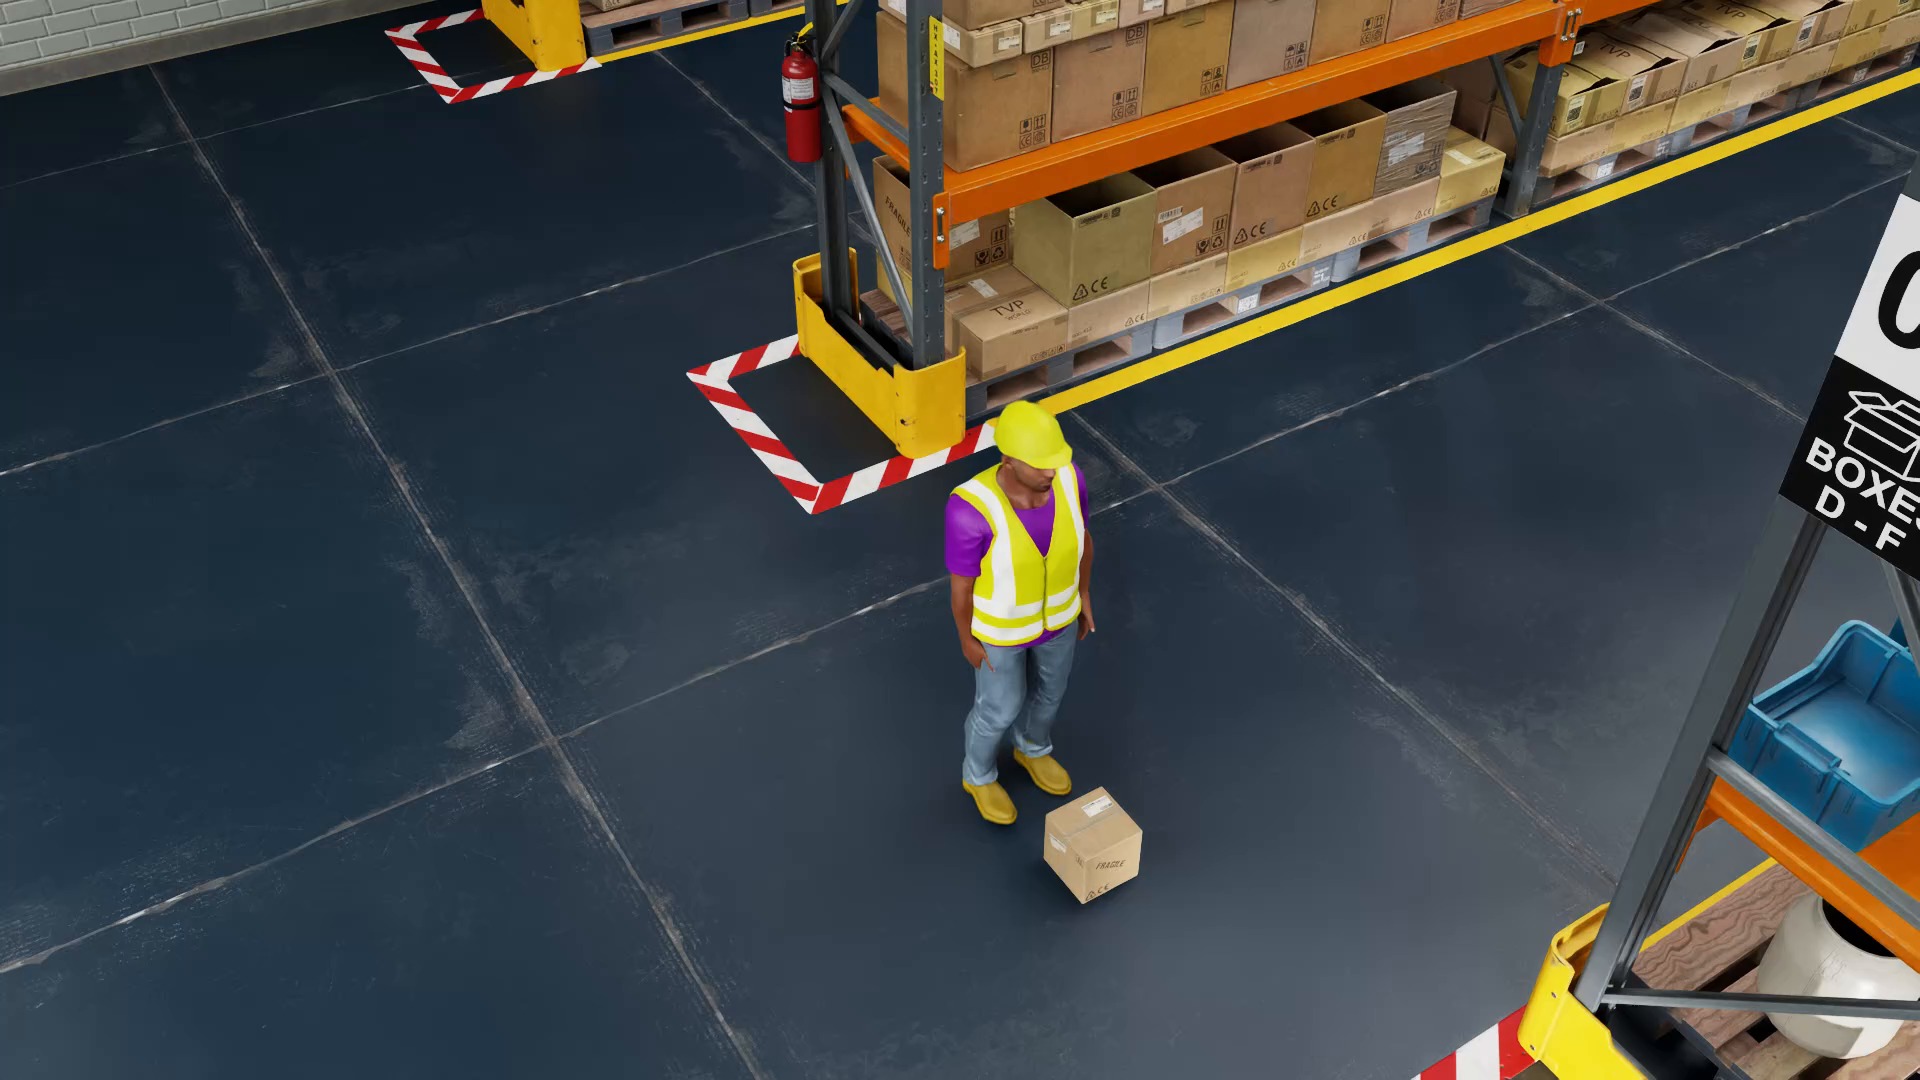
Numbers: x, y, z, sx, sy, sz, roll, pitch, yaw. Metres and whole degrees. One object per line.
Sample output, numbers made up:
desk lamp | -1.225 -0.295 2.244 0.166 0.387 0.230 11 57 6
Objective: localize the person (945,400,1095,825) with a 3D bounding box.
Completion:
person | 0.226 0.263 5.838 0.563 1.760 0.365 -21 45 -23
